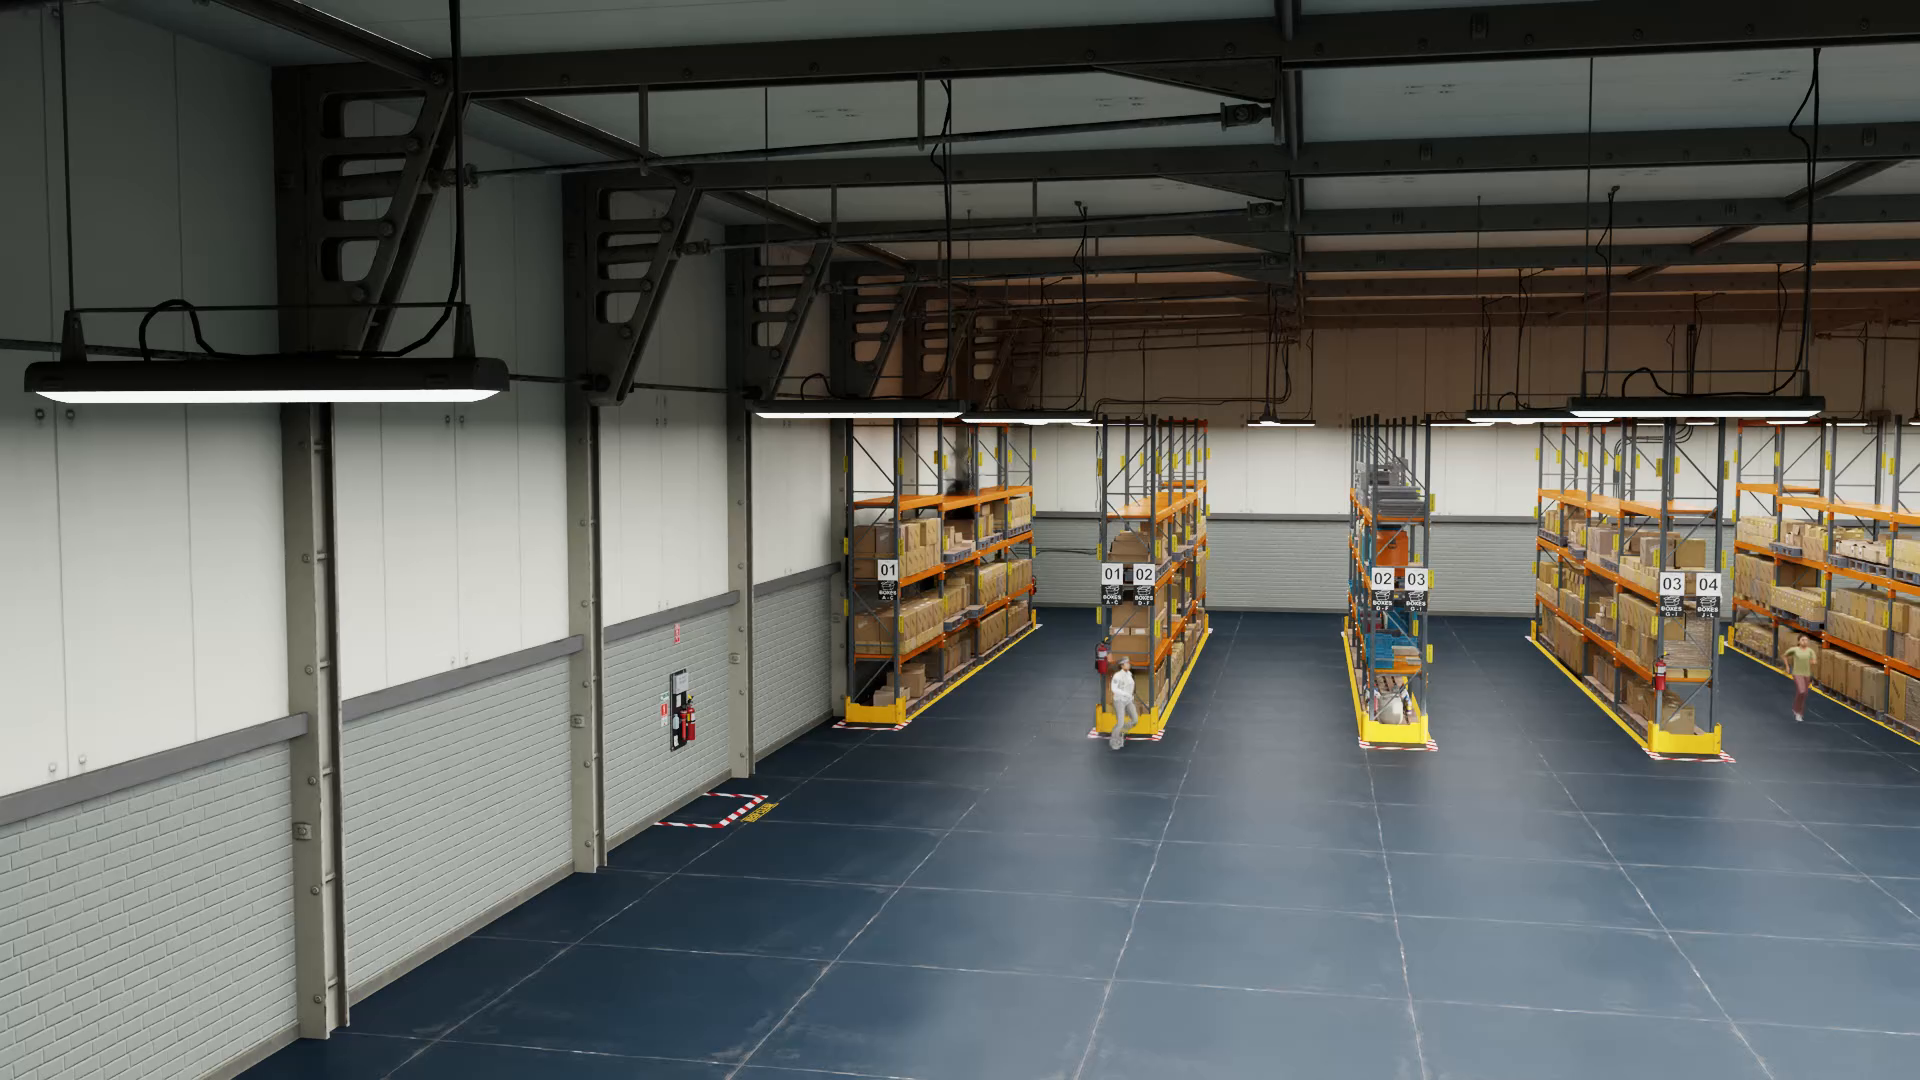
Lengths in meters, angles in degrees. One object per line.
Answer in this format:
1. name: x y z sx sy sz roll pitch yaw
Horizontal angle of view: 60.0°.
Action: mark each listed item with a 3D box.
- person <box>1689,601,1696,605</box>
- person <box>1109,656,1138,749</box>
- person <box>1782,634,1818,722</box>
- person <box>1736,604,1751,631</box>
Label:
1. person: 19.223 1.948 44.409 0.894 1.591 0.657 -2 4 -28
2. person: 2.971 2.902 29.807 0.622 1.667 0.550 -3 5 -42
3. person: 16.570 2.707 32.756 0.543 1.720 0.723 0 4 0
4. person: 21.314 1.888 45.293 0.525 1.641 0.741 3 5 41
